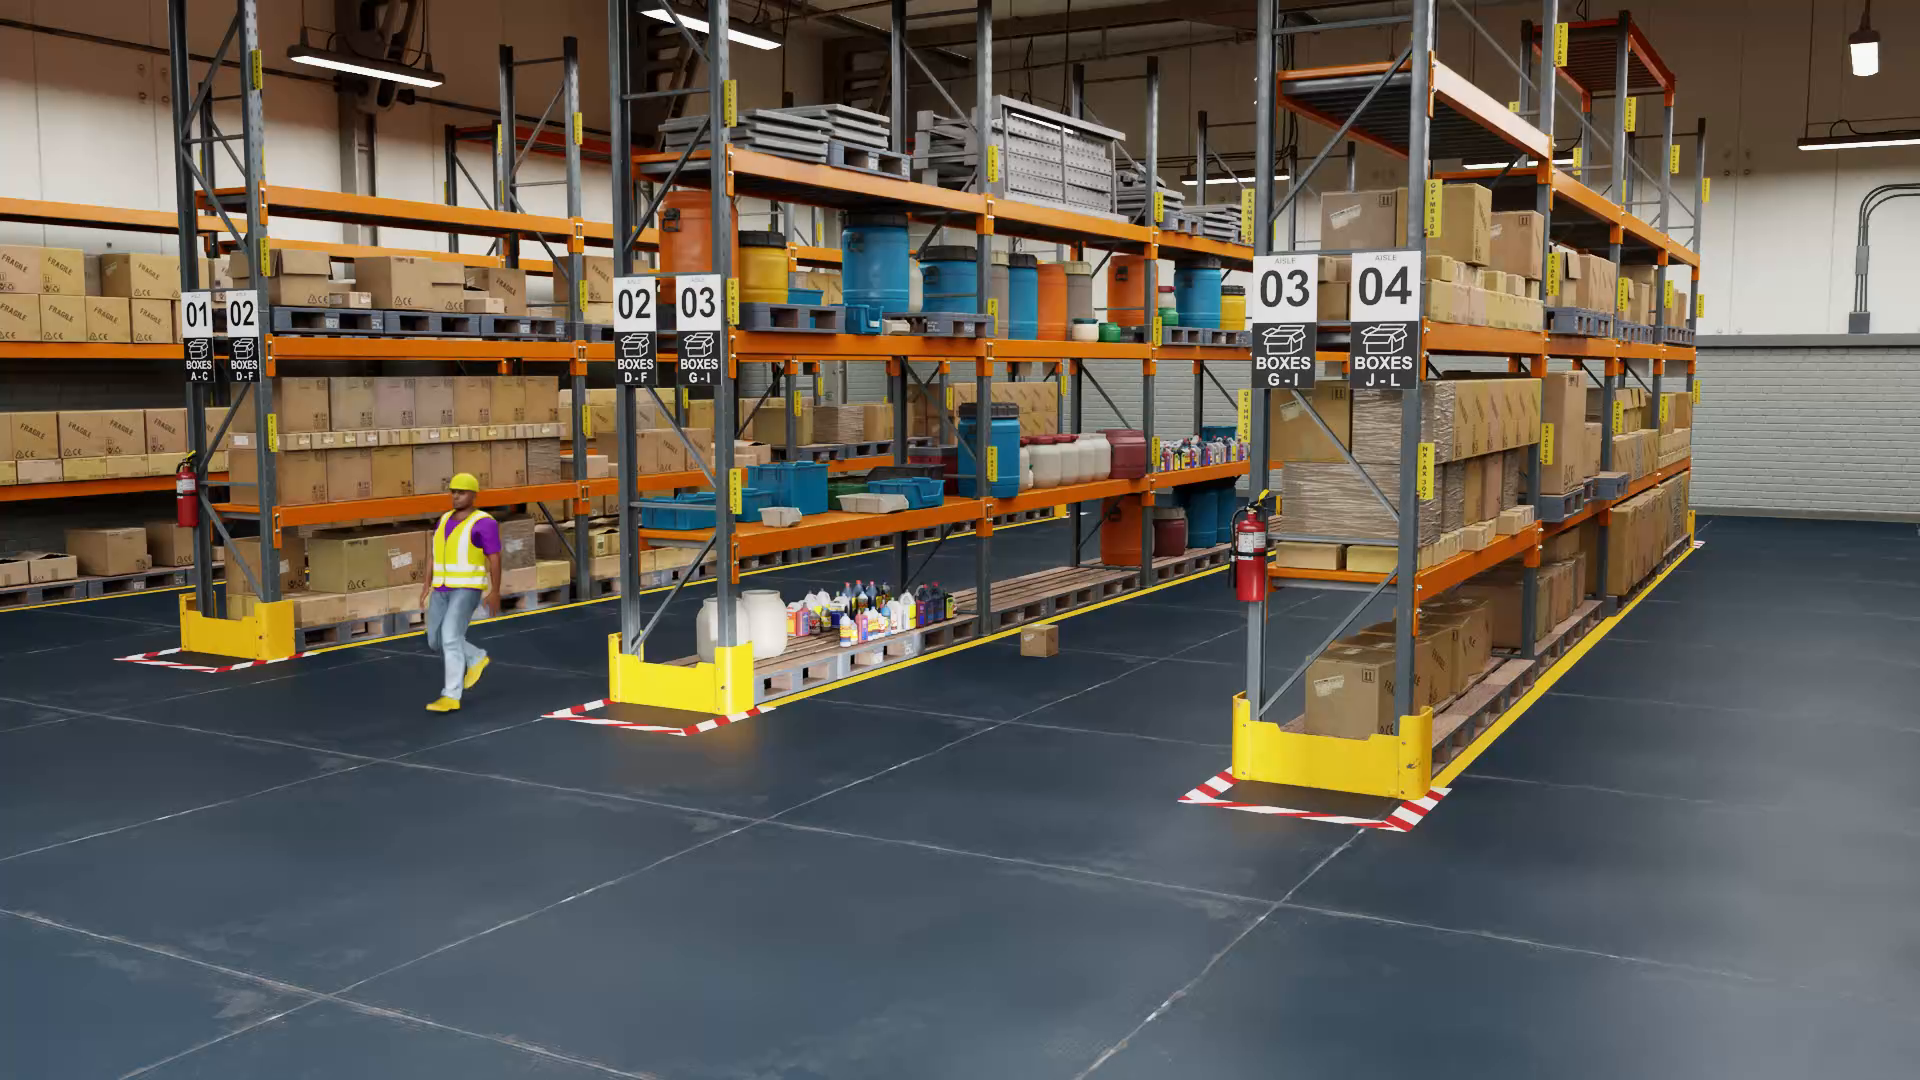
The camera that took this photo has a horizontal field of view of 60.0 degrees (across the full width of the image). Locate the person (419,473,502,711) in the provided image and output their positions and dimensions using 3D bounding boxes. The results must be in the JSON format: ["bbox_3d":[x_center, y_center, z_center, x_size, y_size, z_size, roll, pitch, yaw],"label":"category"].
[{"bbox_3d":[-3.742,0.369,12.415,0.585,1.736,0.796,3,7,29],"label":"person"}]
